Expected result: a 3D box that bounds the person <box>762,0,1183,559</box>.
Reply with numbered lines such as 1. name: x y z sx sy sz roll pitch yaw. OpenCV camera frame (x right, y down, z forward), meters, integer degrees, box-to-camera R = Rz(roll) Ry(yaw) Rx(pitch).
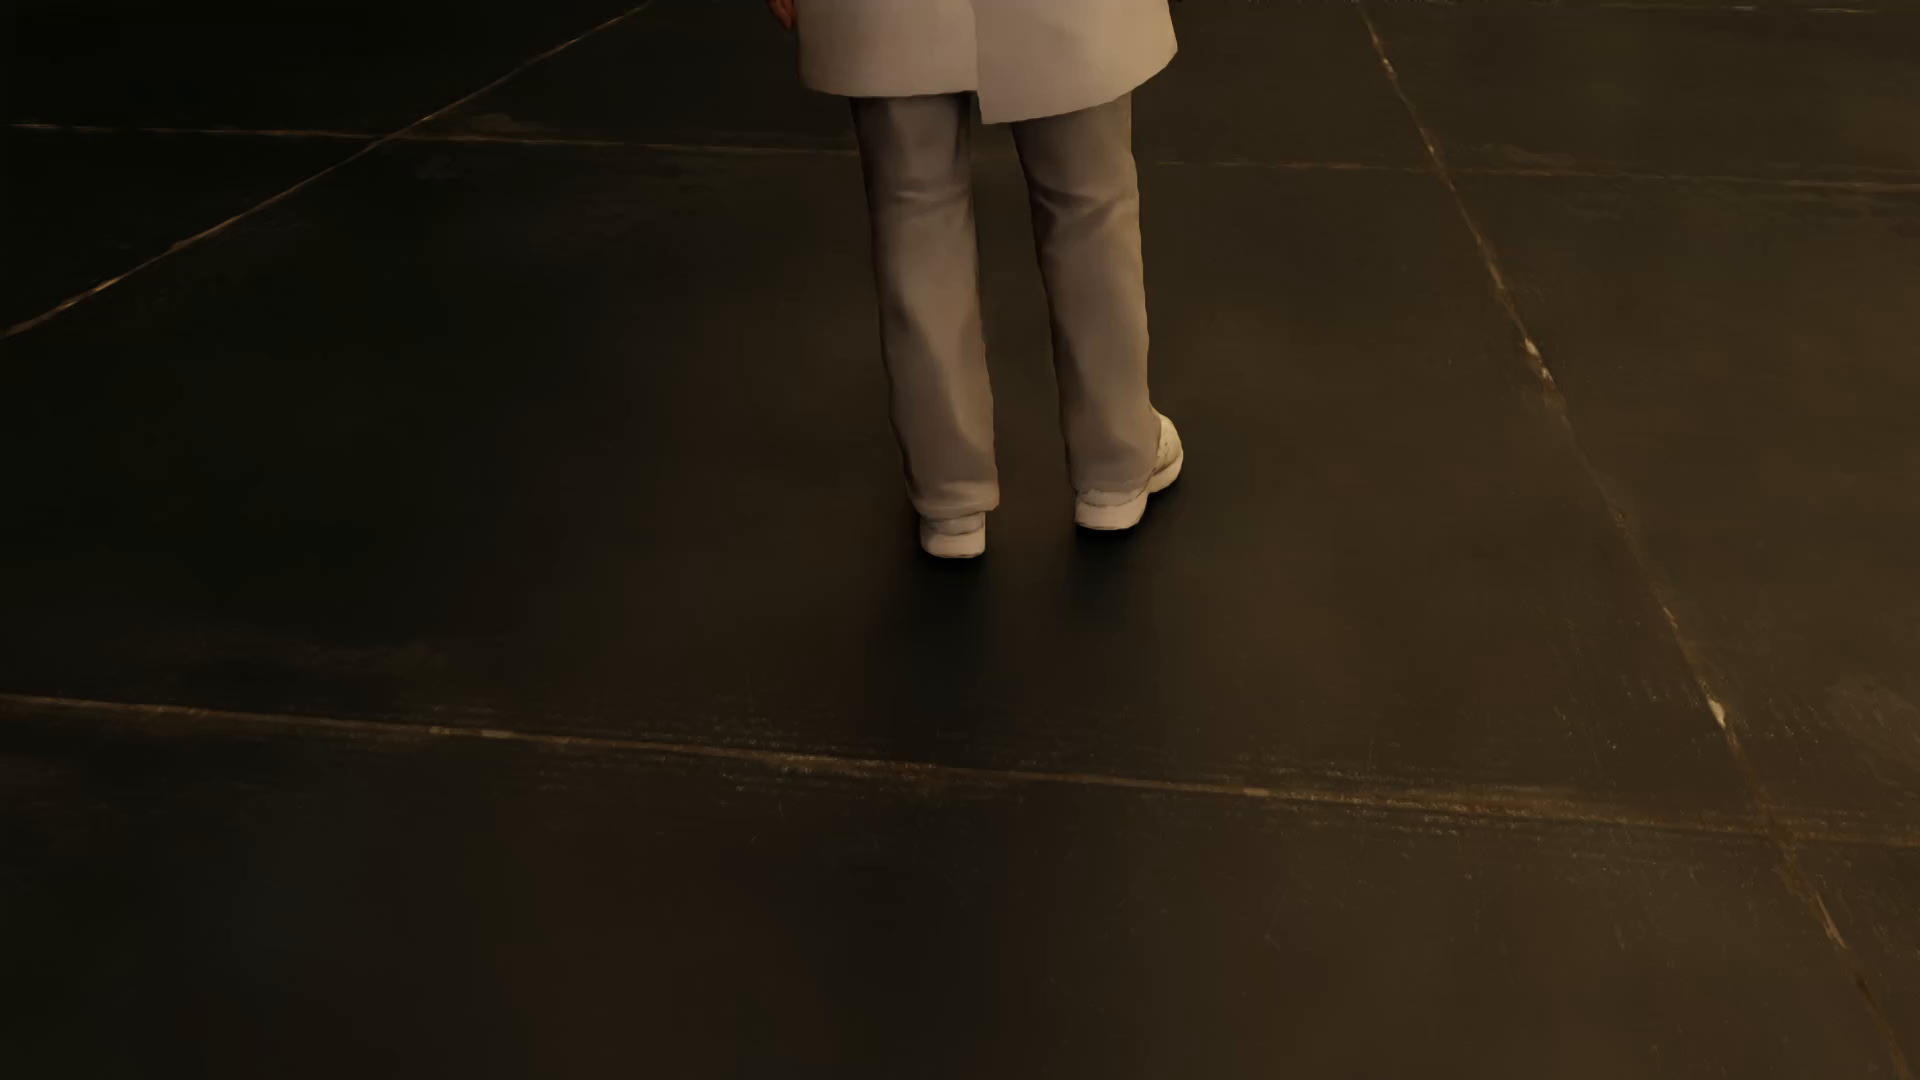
1. person: 0.017 -0.842 2.180 0.694 1.776 0.579 3 27 7
